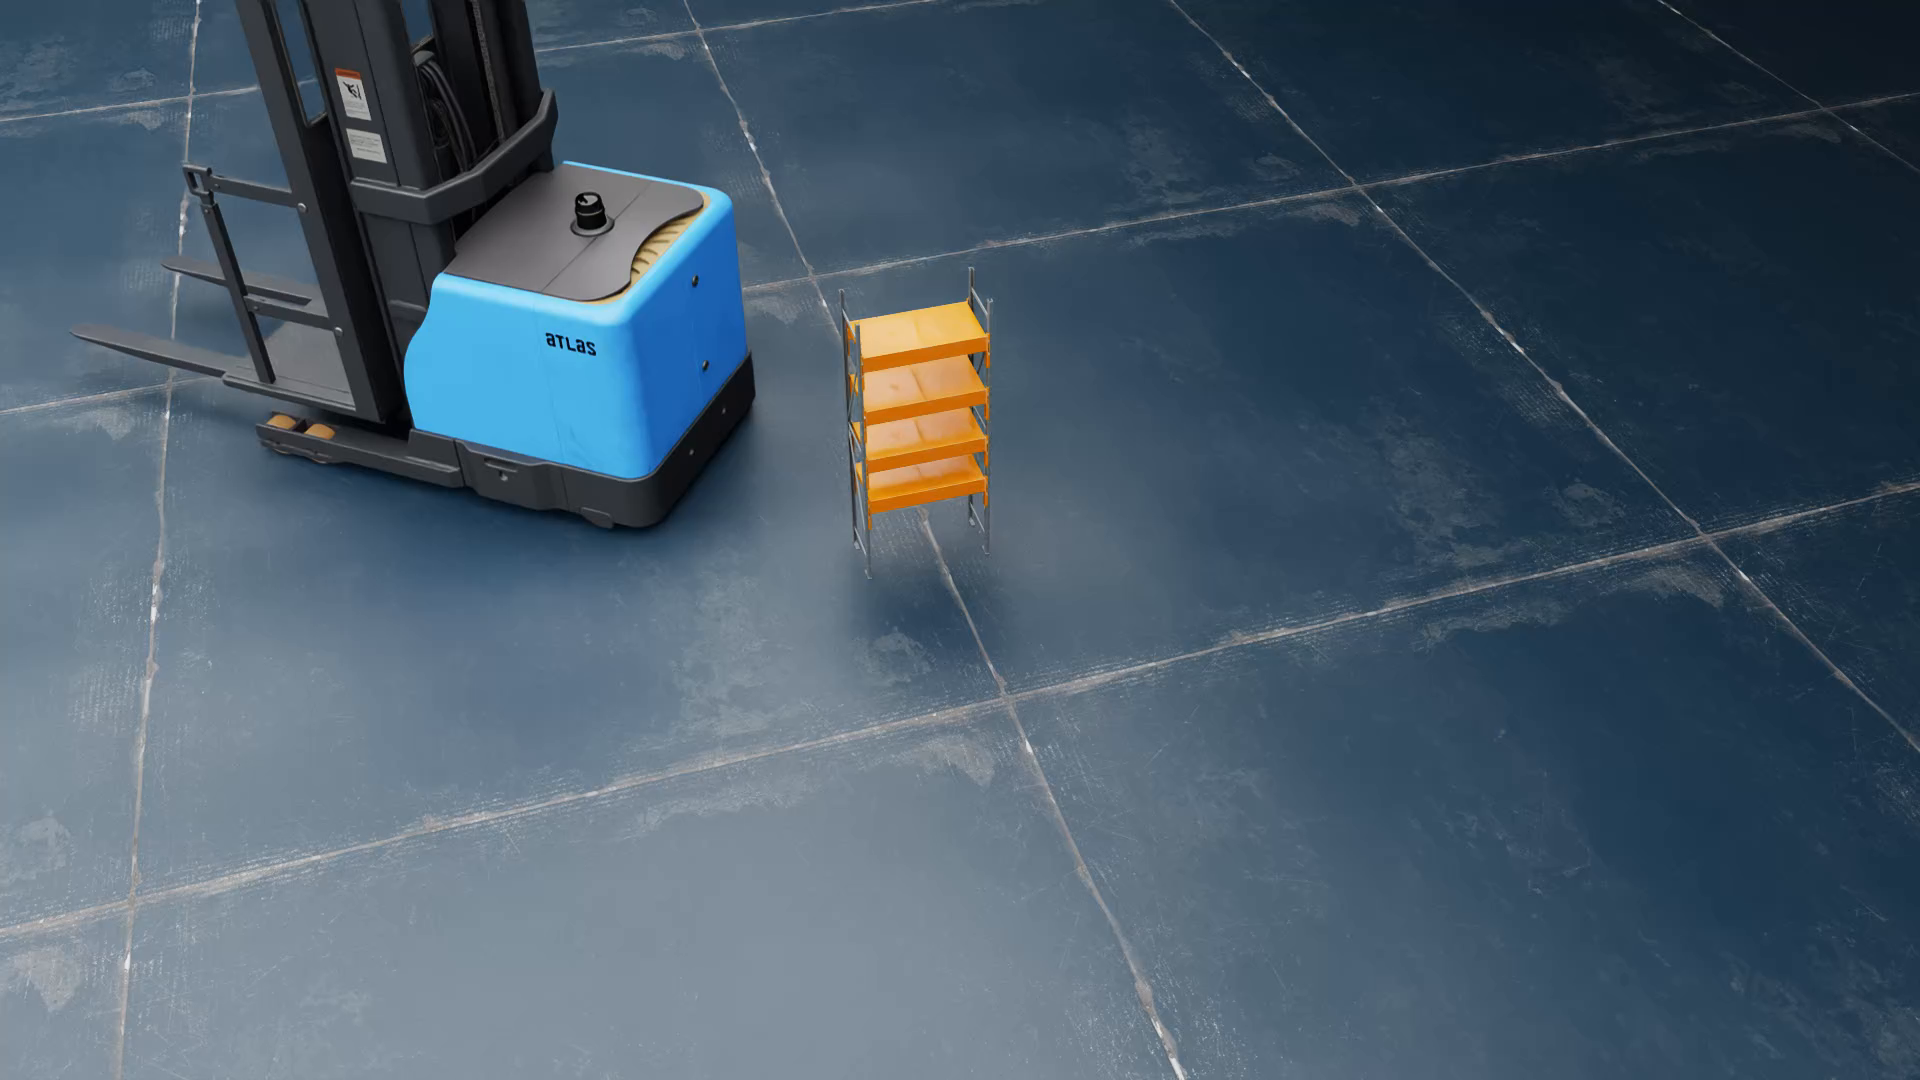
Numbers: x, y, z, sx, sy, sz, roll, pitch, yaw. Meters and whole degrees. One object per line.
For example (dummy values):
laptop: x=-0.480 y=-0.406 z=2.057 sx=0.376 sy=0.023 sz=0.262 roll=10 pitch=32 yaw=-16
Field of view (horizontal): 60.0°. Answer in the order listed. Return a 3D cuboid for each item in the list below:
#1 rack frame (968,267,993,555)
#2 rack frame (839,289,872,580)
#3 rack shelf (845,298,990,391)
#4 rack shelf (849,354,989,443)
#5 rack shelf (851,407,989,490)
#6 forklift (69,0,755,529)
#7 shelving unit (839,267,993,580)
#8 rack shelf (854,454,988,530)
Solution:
rack frame: x=0.075 y=-0.467 z=6.373 sx=0.015 sy=1.200 sz=0.240 roll=-12 pitch=42 yaw=-13
rack frame: x=-0.391 y=-0.371 z=6.263 sx=0.015 sy=1.200 sz=0.240 roll=-12 pitch=42 yaw=-13
rack shelf: x=-0.158 y=-0.715 z=6.059 sx=0.480 sy=0.148 sz=0.258 roll=-12 pitch=42 yaw=-13
rack shelf: x=-0.158 y=-0.537 z=6.215 sx=0.480 sy=0.148 sz=0.258 roll=-12 pitch=42 yaw=-13
rack shelf: x=-0.158 y=-0.368 z=6.362 sx=0.480 sy=0.148 sz=0.258 roll=-12 pitch=42 yaw=-13
forklift: x=-2.480 y=-1.744 z=6.519 sx=3.031 sy=2.935 sz=1.130 roll=13 pitch=43 yaw=15
shelving unit: x=-0.158 y=-0.419 z=6.318 sx=0.503 sy=1.200 sz=0.258 roll=-12 pitch=42 yaw=-13
rack shelf: x=-0.158 y=-0.219 z=6.493 sx=0.480 sy=0.148 sz=0.258 roll=-12 pitch=42 yaw=-13
